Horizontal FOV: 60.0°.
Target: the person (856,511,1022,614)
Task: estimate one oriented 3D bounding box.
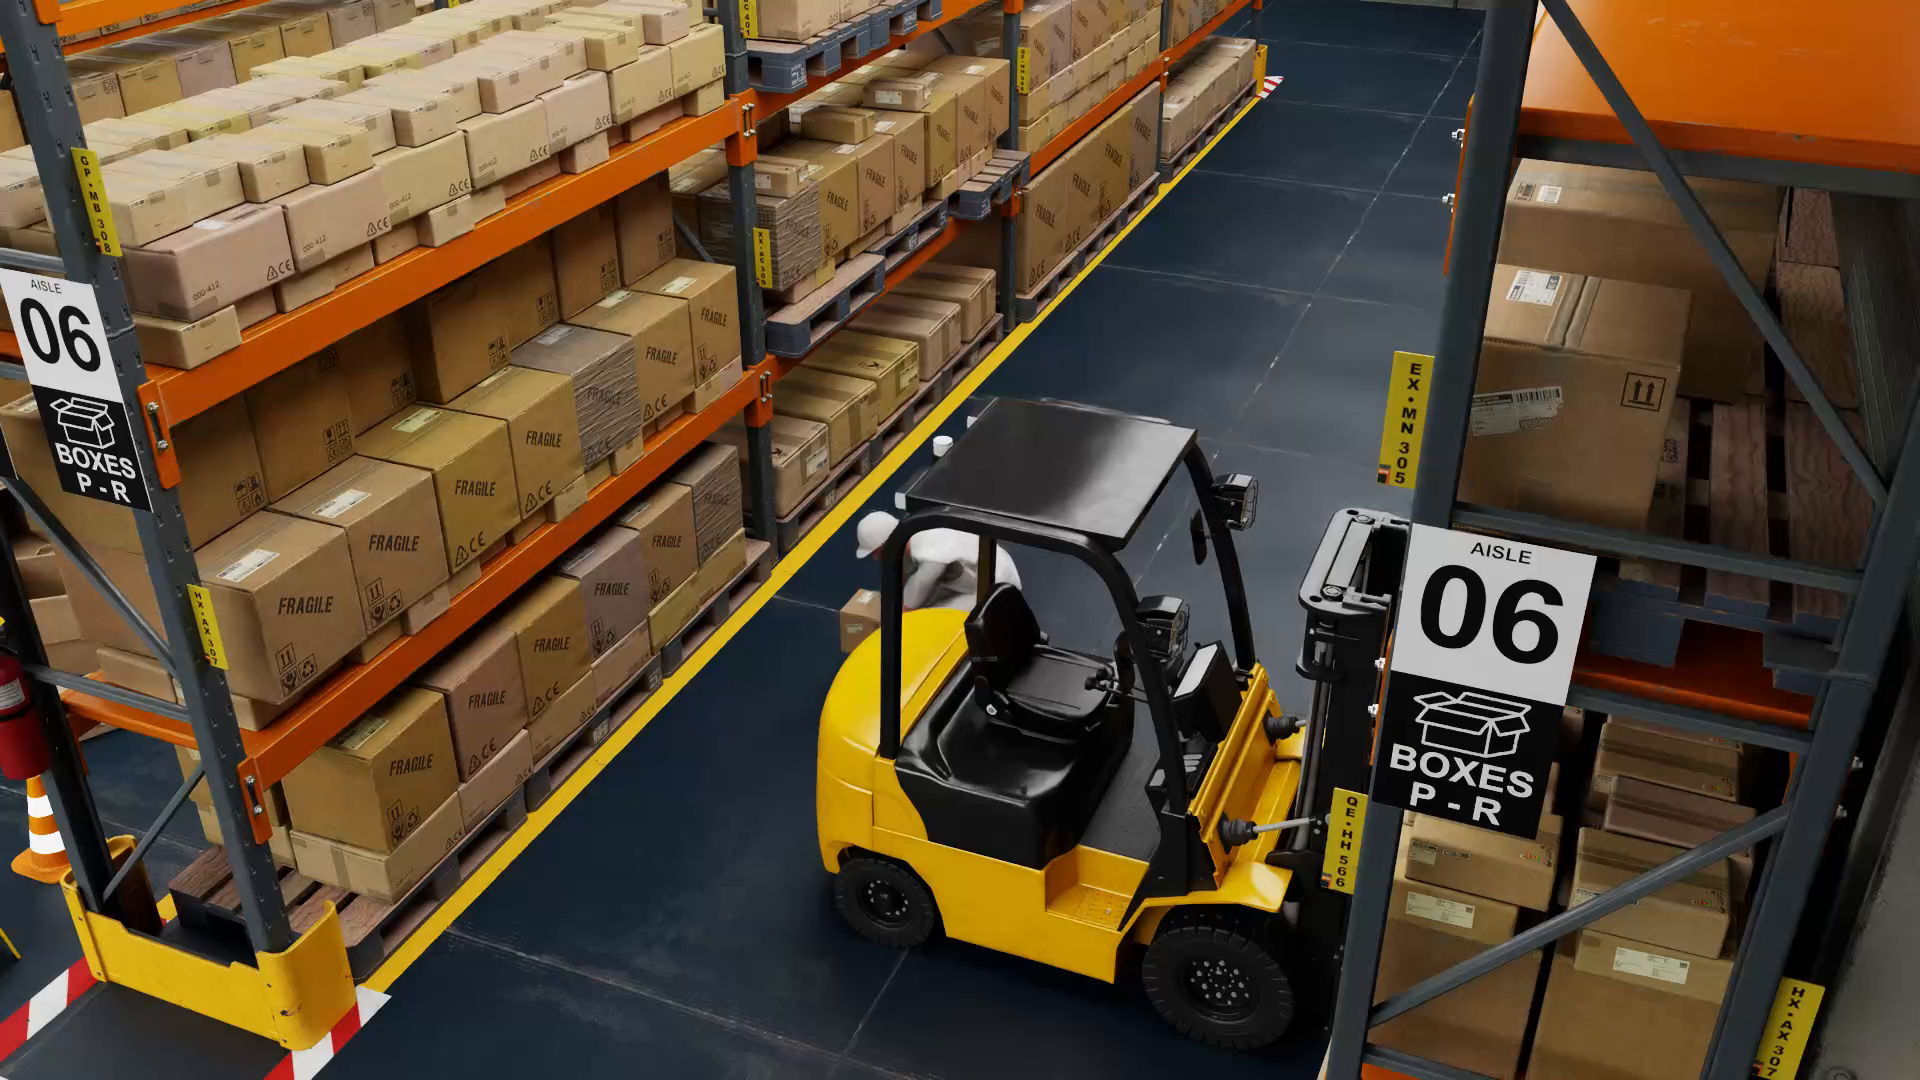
[{"bbox_3d":[-0.122,0.277,8.667,0.886,1.027,0.573,-4,30,-6],"label":"person"}]
